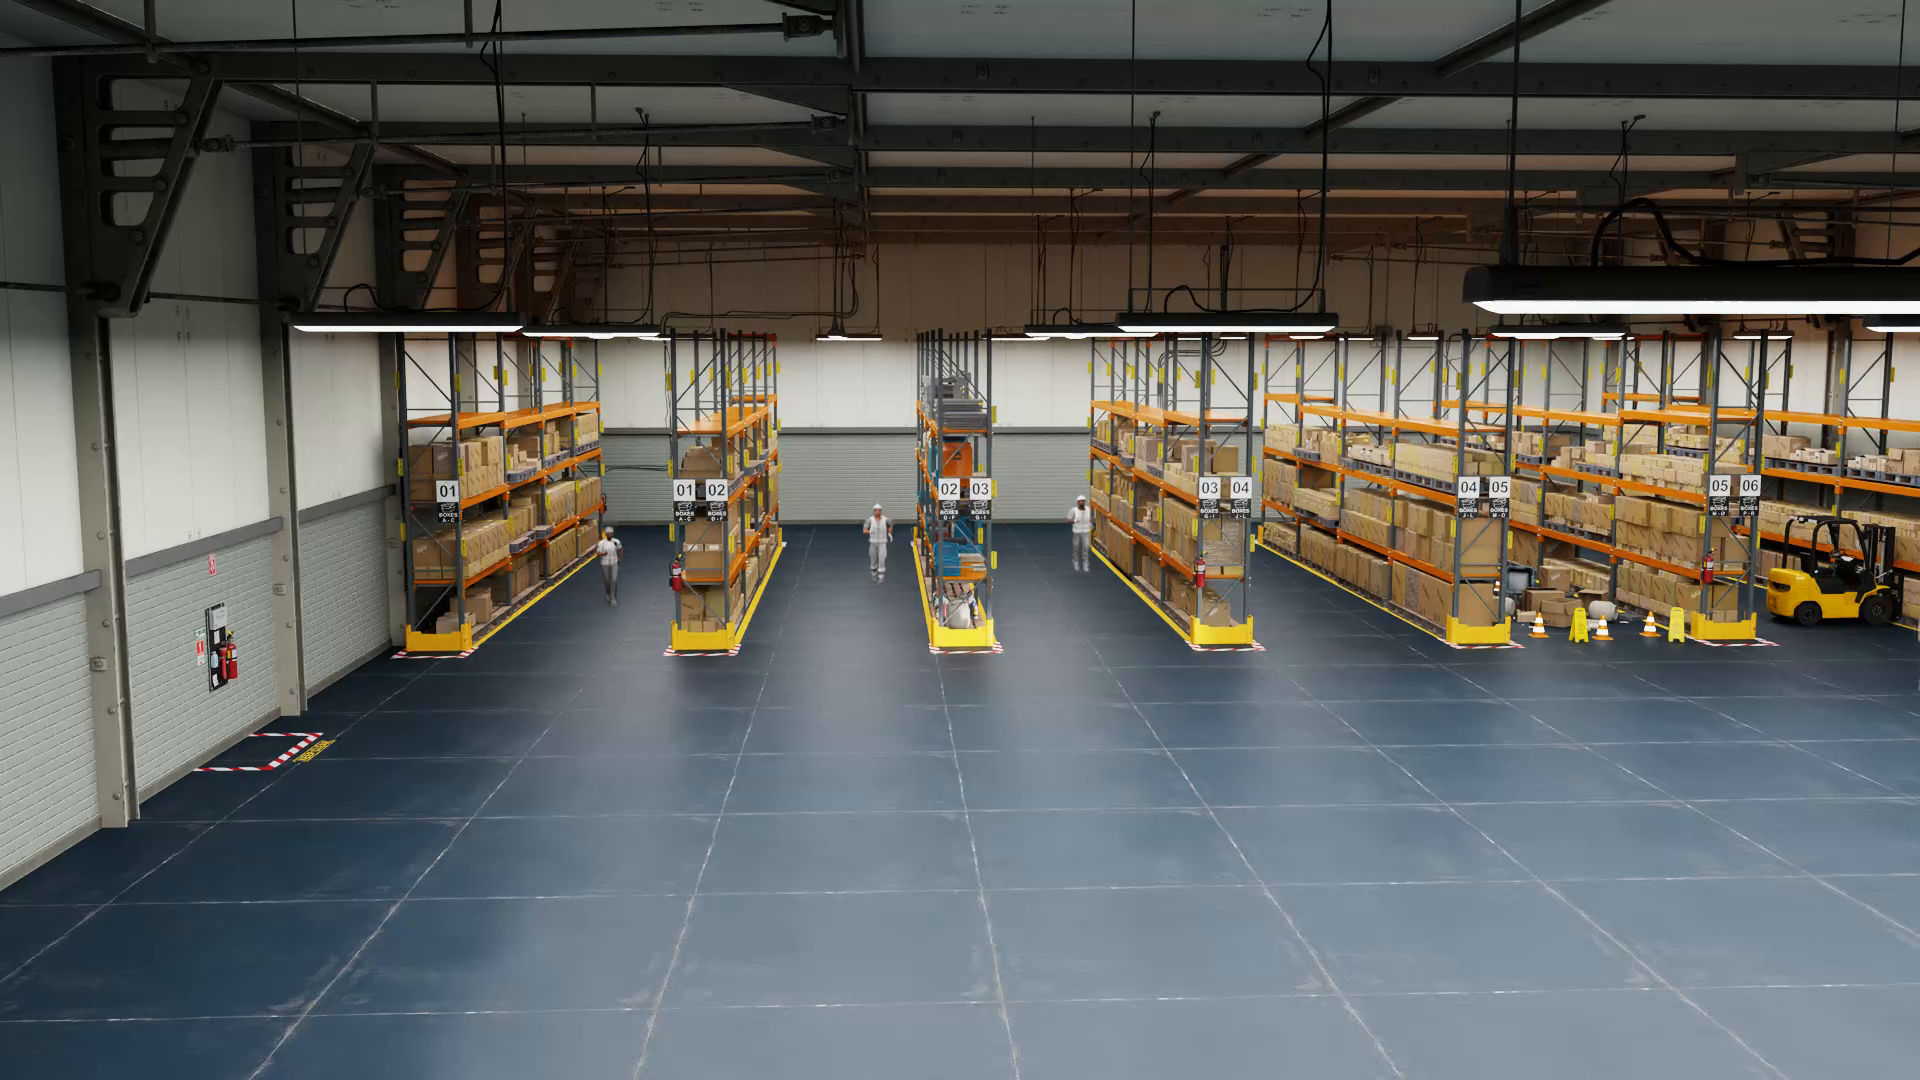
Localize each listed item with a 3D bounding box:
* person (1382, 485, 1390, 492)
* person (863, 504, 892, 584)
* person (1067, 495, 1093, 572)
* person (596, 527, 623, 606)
[{"bbox_3d":[12.944,-0.863,49.408,1.004,1.646,0.661,1,7,4],"label":"person"},{"bbox_3d":[-1.858,0.103,37.691,0.668,1.822,0.929,0,7,-4],"label":"person"},{"bbox_3d":[2.892,-0.143,39.646,0.677,1.837,0.892,-1,7,-7],"label":"person"},{"bbox_3d":[-7.688,0.551,36.517,0.575,1.691,0.909,-2,7,-13],"label":"person"}]
